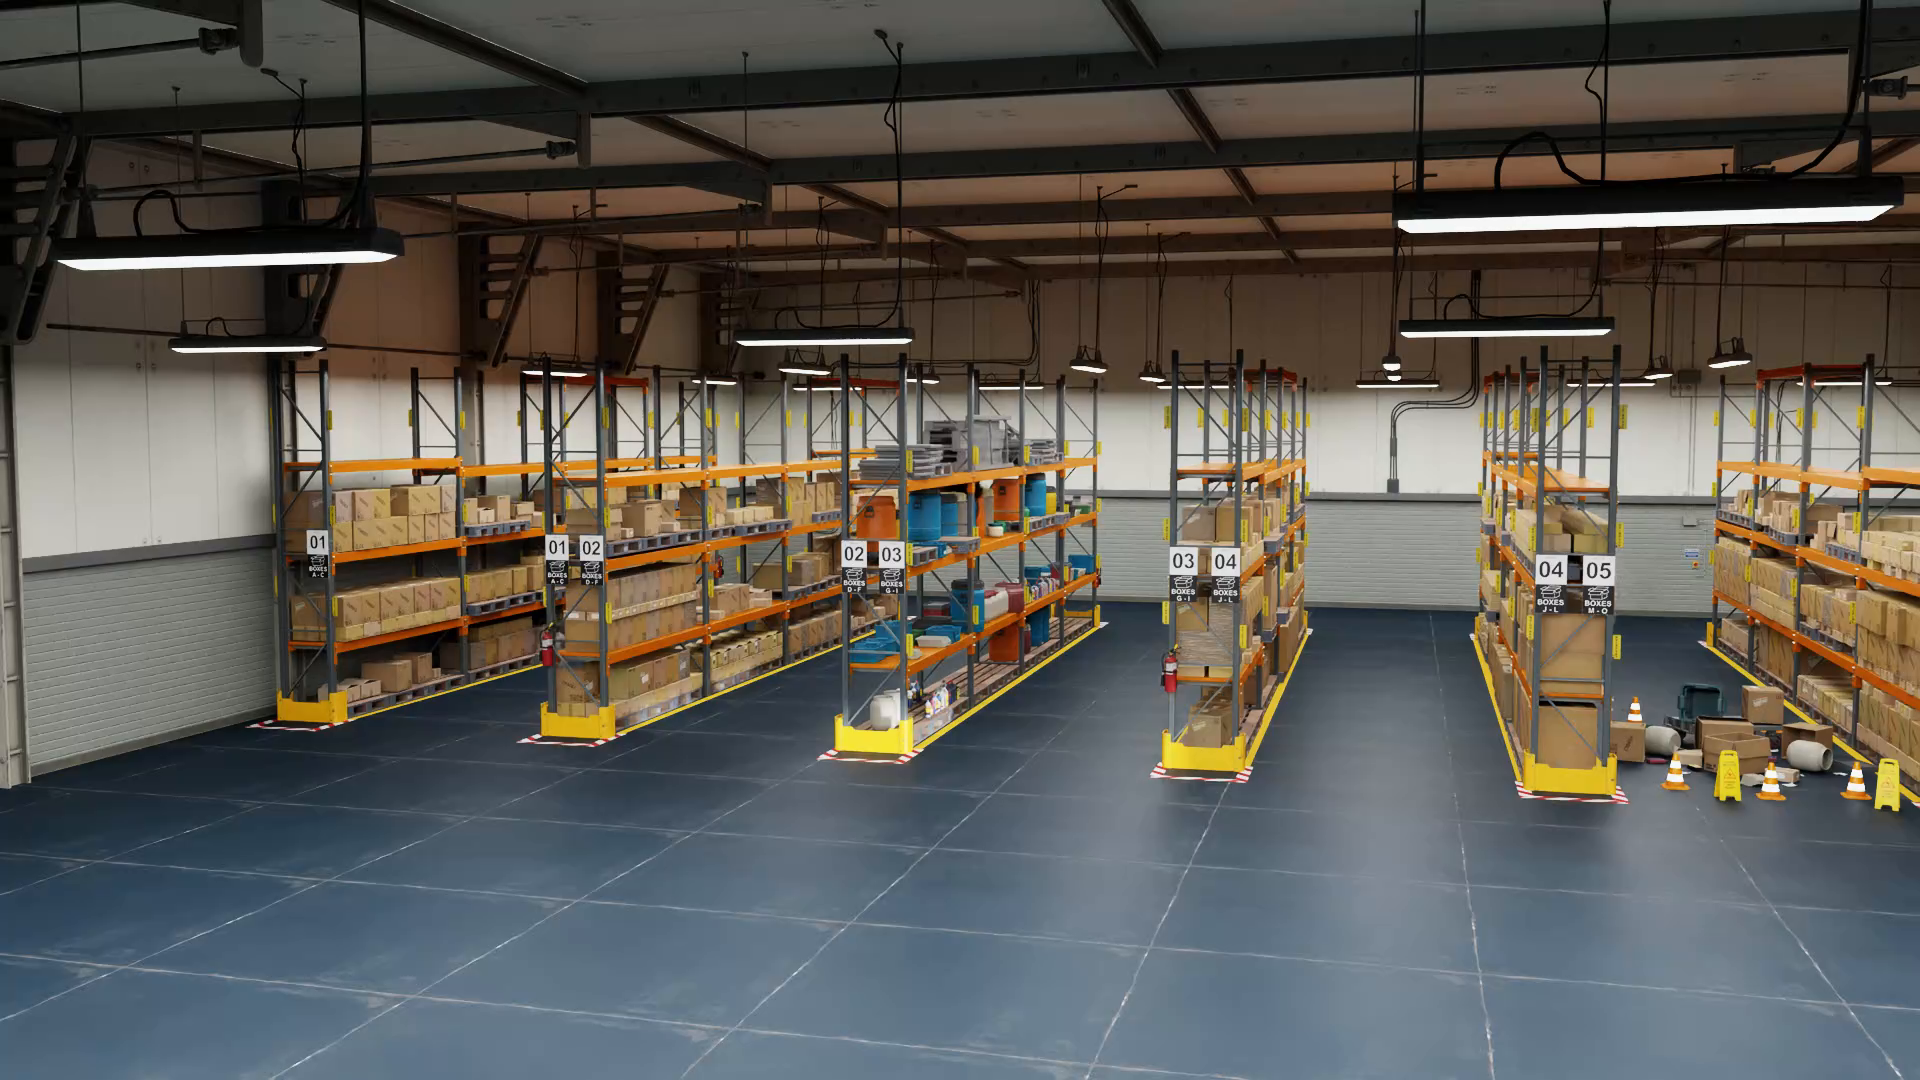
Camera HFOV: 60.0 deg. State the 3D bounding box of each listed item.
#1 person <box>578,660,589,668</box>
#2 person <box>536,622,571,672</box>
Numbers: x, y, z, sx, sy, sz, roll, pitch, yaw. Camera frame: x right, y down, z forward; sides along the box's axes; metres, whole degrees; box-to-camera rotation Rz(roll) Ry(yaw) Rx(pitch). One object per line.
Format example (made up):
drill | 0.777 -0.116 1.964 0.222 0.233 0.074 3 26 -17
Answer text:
person | -7.096 1.870 31.659 0.721 1.735 0.806 0 4 -5
person | -7.015 2.161 28.800 0.533 1.557 0.904 0 4 7
